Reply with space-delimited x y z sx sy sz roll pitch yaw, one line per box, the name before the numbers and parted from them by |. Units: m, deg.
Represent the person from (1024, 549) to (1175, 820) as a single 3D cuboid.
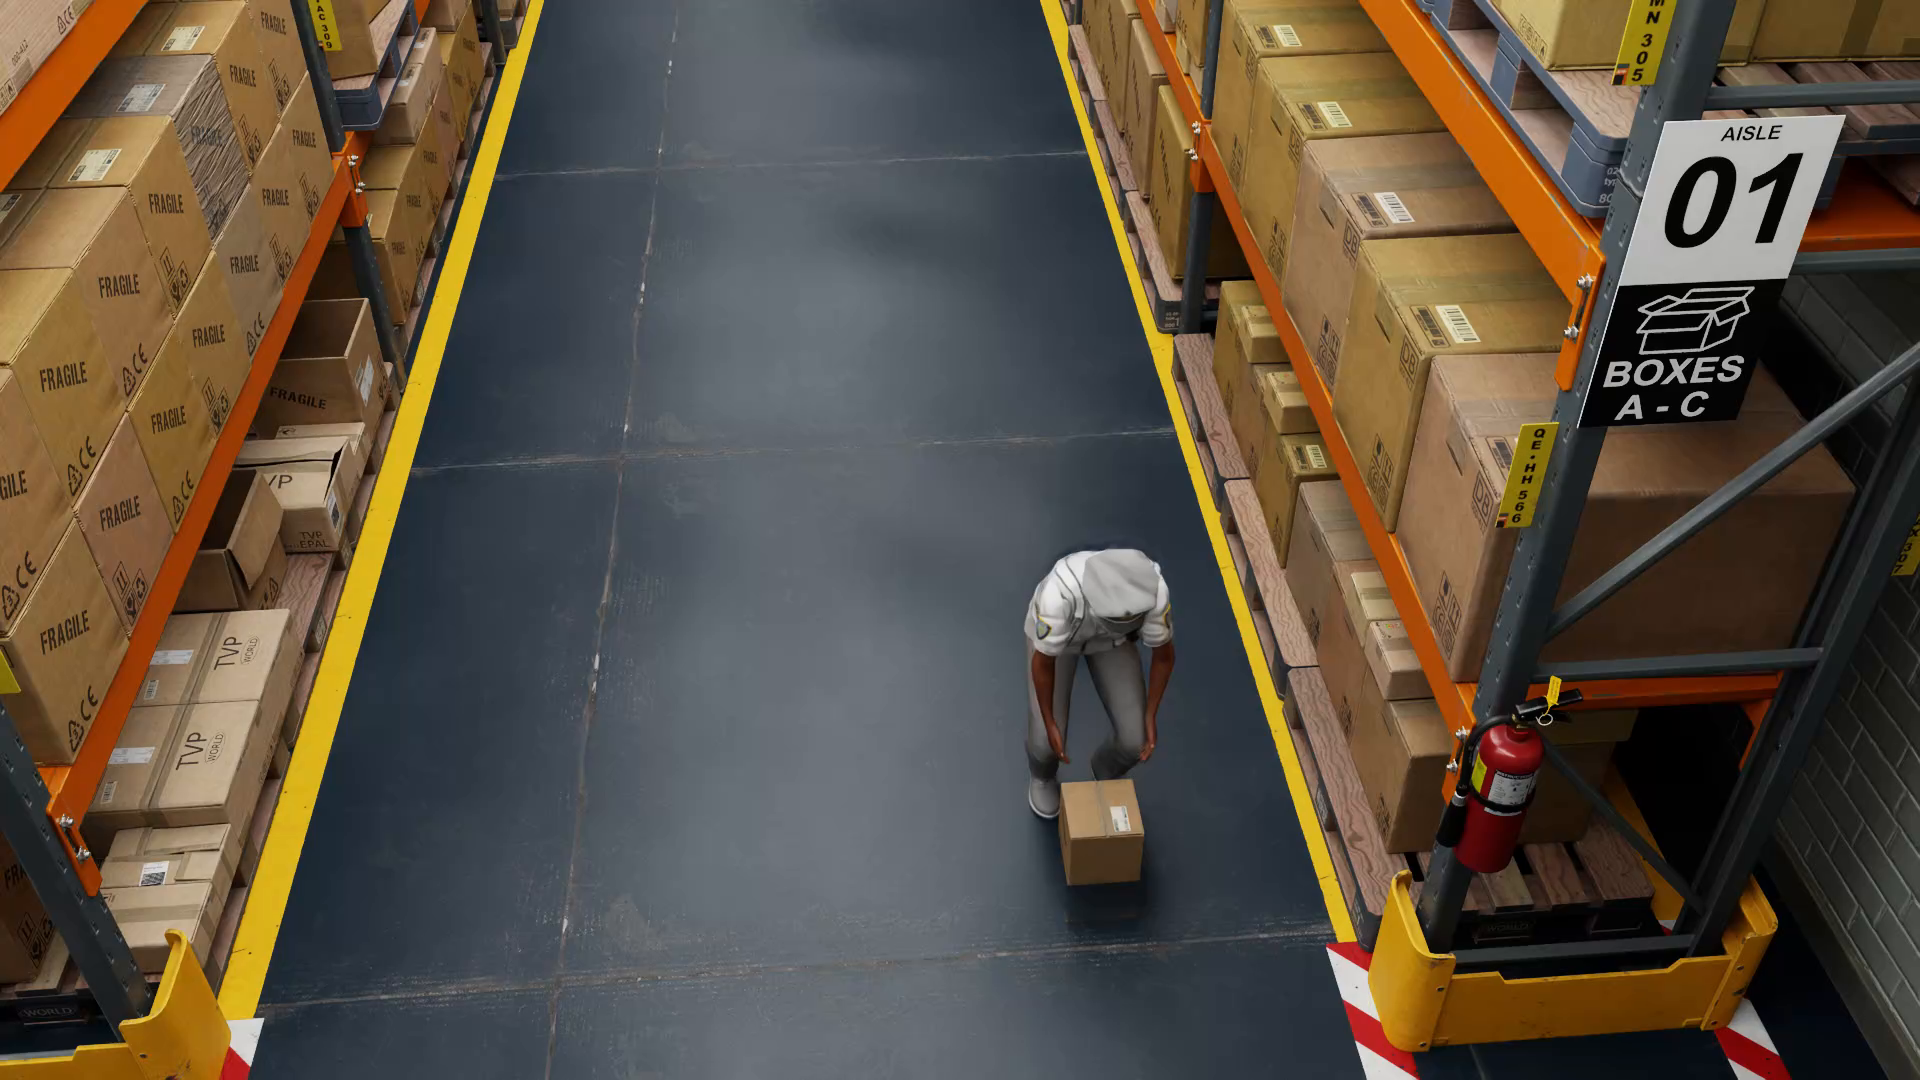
person | 0.483 0.466 5.833 0.496 1.360 0.724 -3 39 -4
